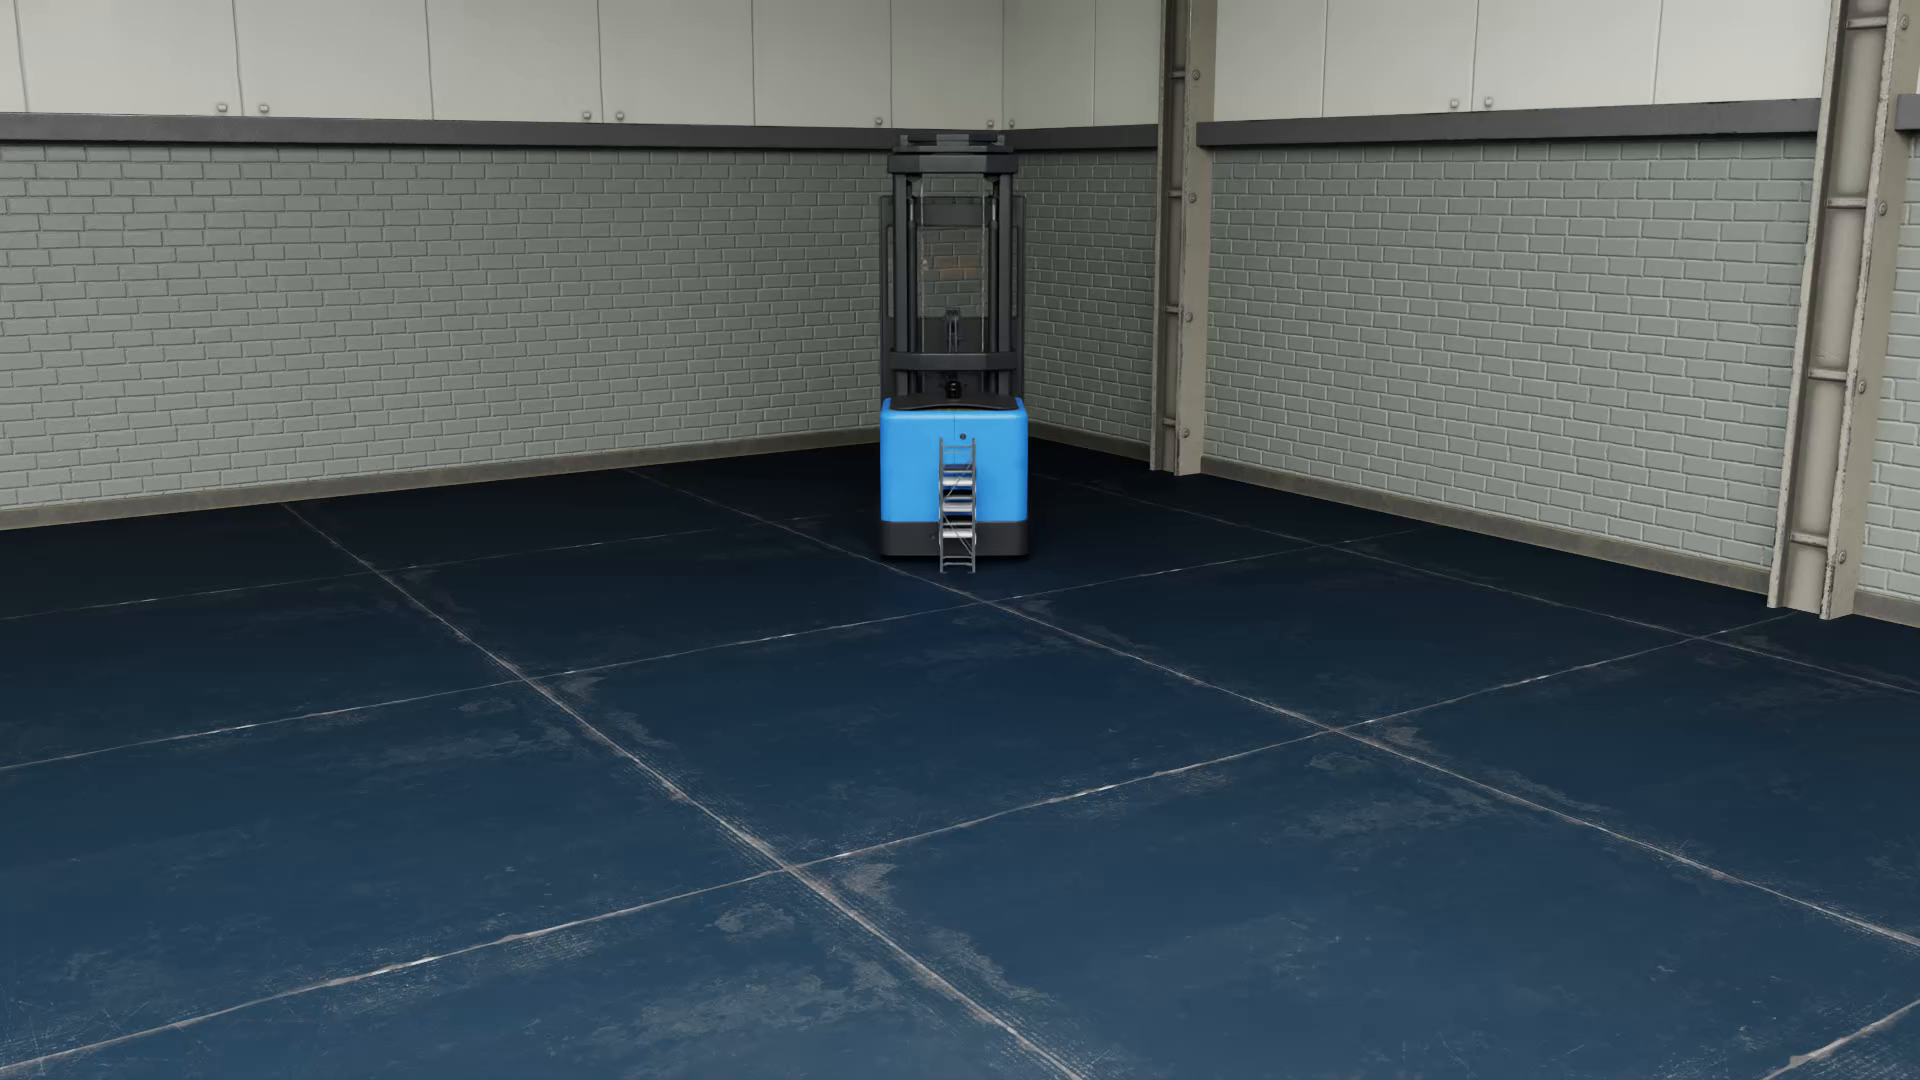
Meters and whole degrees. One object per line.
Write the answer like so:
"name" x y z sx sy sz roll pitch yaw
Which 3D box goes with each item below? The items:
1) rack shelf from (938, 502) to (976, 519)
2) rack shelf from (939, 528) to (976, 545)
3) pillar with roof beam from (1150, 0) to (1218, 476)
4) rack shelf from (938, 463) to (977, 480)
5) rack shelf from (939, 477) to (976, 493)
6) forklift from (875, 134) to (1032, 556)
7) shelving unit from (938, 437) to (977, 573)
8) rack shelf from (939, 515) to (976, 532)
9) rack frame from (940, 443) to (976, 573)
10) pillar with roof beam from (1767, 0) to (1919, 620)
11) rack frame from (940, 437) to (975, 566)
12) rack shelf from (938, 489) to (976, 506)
"rack shelf" -0.017 -0.204 11.331 0.258 0.077 0.200 0 14 -1
"rack shelf" -0.017 -0.029 11.374 0.258 0.077 0.200 0 14 -1
"pillar with roof beam" -1.601 -4.520 11.967 9.100 9.000 0.400 -8 15 -33
"rack shelf" -0.017 -0.466 11.268 0.258 0.077 0.200 0 14 -1
"rack shelf" -0.017 -0.379 11.289 0.258 0.077 0.200 0 14 -1
"forklift" -0.061 -1.575 12.703 1.130 2.935 3.031 0 12 -1
"shelving unit" -0.017 -0.236 11.324 0.258 0.900 0.210 0 14 -1
"rack shelf" -0.017 -0.116 11.353 0.258 0.077 0.200 0 14 -1
"rack frame" -0.016 -0.212 11.225 0.240 0.900 0.006 0 14 -1
"pillar with roof beam" 1.723 -3.453 7.087 9.100 9.000 0.400 -8 15 -33
"rack frame" -0.018 -0.260 11.422 0.240 0.900 0.006 0 14 -1
"rack shelf" -0.017 -0.291 11.310 0.258 0.077 0.200 0 14 -1
